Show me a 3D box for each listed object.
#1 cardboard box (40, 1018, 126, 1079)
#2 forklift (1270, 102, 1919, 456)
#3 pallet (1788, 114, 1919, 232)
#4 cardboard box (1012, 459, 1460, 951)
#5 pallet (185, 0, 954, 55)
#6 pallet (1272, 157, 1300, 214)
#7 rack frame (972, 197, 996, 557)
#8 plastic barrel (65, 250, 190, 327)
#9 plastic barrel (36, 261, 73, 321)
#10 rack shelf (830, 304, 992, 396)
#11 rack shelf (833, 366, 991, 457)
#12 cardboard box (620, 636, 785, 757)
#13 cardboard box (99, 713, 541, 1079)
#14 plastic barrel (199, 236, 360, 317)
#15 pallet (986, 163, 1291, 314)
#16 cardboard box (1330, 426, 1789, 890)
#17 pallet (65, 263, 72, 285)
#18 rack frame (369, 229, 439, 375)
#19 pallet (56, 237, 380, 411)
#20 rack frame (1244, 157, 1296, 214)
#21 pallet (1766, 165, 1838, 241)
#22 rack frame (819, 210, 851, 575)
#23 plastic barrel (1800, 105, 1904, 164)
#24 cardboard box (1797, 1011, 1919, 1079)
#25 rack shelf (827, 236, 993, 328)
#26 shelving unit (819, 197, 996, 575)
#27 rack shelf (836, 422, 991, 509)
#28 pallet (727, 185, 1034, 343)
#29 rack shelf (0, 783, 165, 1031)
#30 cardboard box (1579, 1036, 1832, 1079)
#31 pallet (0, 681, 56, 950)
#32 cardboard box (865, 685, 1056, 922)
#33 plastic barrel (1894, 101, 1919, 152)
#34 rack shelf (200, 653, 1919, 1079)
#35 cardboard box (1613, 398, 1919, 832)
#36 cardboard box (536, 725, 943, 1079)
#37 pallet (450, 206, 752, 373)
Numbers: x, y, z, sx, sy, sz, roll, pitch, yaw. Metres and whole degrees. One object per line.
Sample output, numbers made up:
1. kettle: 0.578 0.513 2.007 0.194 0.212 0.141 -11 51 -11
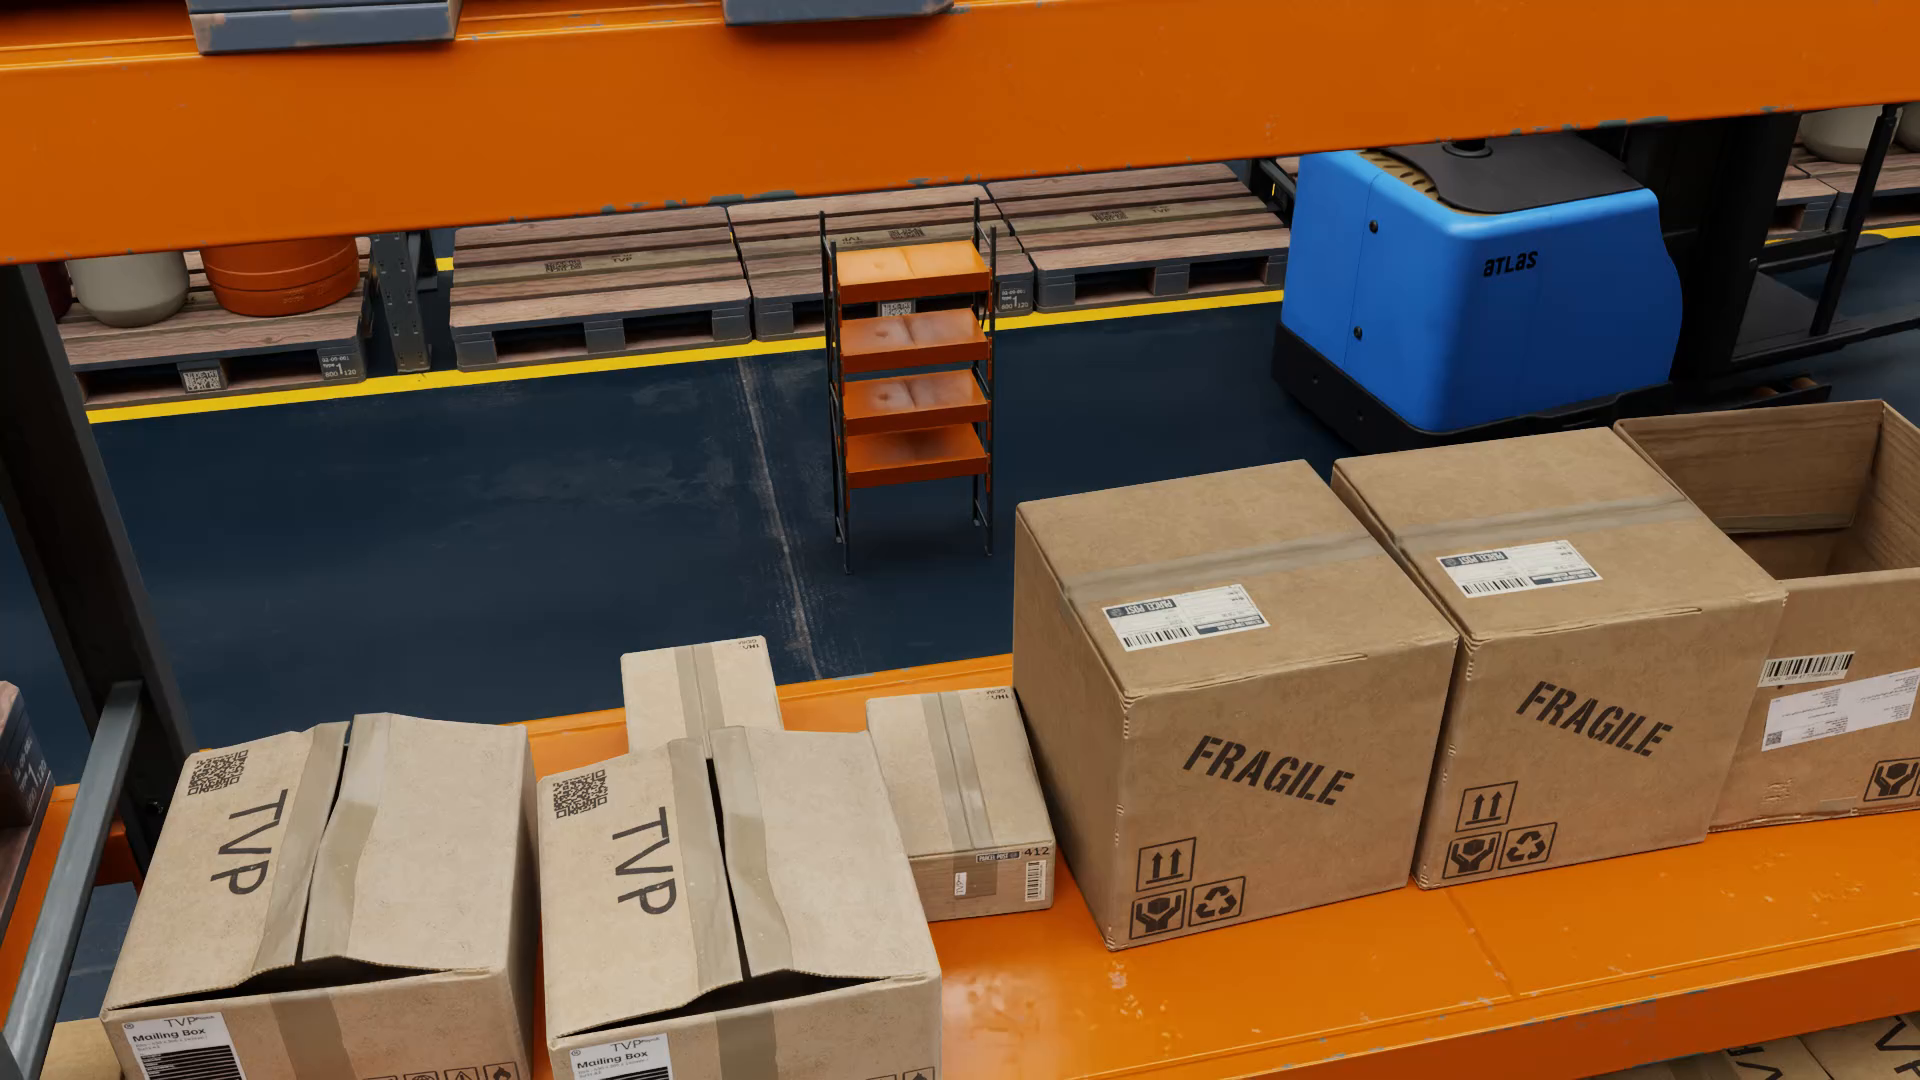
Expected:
1. cardboard box: -1.745 1.255 3.037 0.500 0.500 0.500 -6 34 -9
2. forklift: 2.801 -1.893 5.941 3.031 2.935 1.130 -13 36 -18
3. pallet: 4.618 -1.887 8.373 1.213 0.211 1.003 -7 35 -11
4. cardboard box: 0.395 0.242 2.607 0.500 0.500 0.500 -9 35 -13
5. pallet: -0.596 -0.800 1.728 1.003 0.211 1.213 -6 34 -8
6. pallet: 2.238 -1.587 7.926 1.213 0.211 1.003 -7 35 -11
7. rack frame: 0.077 -0.508 5.430 0.015 1.200 0.240 -7 35 -11
8. plastic barrel: -3.332 -1.148 6.624 0.421 0.512 0.421 0 34 0
9. plastic barrel: -3.902 -1.158 6.572 0.708 0.588 0.600 -7 35 -11
10. rack shelf: -0.161 -0.608 5.298 0.480 0.148 0.258 -7 35 -11
11. rack shelf: -0.161 -0.422 5.423 0.480 0.148 0.258 -7 35 -11
12. cardboard box: -0.422 0.343 2.773 0.250 0.149 0.380 -7 35 -11
13. cardboard box: -0.874 0.515 2.371 0.500 0.311 0.500 -5 34 -8
14. plastic barrel: -2.801 -1.397 6.711 0.708 0.830 0.600 -7 35 -11
15. pallet: 0.817 -1.410 7.661 1.213 0.211 1.003 -7 35 -11
16. cardboard box: 0.908 0.178 2.704 0.500 0.500 0.500 -7 35 -10
17. pallet: -4.275 -0.768 6.705 1.213 0.211 1.003 -7 35 -11
18. rack frame: -2.327 -2.194 6.327 0.127 3.000 1.000 -7 35 -11
19. pallet: -3.087 -0.916 6.926 1.213 0.211 1.003 -7 35 -11
20. rack frame: 1.574 -2.685 7.060 0.127 3.000 1.000 -7 35 -11
21. pallet: 3.431 -1.739 8.152 1.213 0.211 1.003 -7 35 -11
22. rack frame: -0.399 -0.448 5.341 0.015 1.200 0.240 -7 35 -11
23. plastic barrel: 4.361 -2.134 8.094 0.421 0.512 0.421 0 34 0
24. cardboard box: 1.825 1.015 3.133 0.500 0.311 0.500 -6 34 -9
25. rack shelf: -0.161 -0.804 5.166 0.480 0.148 0.258 -7 35 -11
26. shelving unit: -0.161 -0.478 5.385 0.503 1.200 0.258 -7 35 -11
27. rack shelf: -0.161 -0.257 5.533 0.480 0.148 0.258 -7 35 -11
28. pallet: -0.376 -1.258 7.435 1.213 0.211 1.003 -7 35 -11
29. rack shelf: -3.189 1.044 2.149 4.000 0.370 1.077 -7 35 -11
30. cardboard box: 1.338 1.075 3.044 0.500 0.311 0.500 -7 35 -11
31. pallet: -1.884 0.700 2.187 1.003 0.211 1.213 -7 35 -11
32. cardboard box: -0.007 0.416 2.664 0.250 0.149 0.380 -5 34 -7
33. plastic barrel: 4.850 -2.196 8.186 0.421 0.512 0.421 0 34 0
34. rack shelf: 0.712 0.552 2.881 4.000 0.370 1.077 -7 35 -11
35. cardboard box: 1.397 0.116 2.795 0.500 0.500 0.500 -5 34 -7
36. cardboard box: -0.323 0.531 2.346 0.500 0.311 0.500 -8 35 -11
37. pallet: -1.563 -1.110 7.214 1.213 0.211 1.003 -7 35 -11
